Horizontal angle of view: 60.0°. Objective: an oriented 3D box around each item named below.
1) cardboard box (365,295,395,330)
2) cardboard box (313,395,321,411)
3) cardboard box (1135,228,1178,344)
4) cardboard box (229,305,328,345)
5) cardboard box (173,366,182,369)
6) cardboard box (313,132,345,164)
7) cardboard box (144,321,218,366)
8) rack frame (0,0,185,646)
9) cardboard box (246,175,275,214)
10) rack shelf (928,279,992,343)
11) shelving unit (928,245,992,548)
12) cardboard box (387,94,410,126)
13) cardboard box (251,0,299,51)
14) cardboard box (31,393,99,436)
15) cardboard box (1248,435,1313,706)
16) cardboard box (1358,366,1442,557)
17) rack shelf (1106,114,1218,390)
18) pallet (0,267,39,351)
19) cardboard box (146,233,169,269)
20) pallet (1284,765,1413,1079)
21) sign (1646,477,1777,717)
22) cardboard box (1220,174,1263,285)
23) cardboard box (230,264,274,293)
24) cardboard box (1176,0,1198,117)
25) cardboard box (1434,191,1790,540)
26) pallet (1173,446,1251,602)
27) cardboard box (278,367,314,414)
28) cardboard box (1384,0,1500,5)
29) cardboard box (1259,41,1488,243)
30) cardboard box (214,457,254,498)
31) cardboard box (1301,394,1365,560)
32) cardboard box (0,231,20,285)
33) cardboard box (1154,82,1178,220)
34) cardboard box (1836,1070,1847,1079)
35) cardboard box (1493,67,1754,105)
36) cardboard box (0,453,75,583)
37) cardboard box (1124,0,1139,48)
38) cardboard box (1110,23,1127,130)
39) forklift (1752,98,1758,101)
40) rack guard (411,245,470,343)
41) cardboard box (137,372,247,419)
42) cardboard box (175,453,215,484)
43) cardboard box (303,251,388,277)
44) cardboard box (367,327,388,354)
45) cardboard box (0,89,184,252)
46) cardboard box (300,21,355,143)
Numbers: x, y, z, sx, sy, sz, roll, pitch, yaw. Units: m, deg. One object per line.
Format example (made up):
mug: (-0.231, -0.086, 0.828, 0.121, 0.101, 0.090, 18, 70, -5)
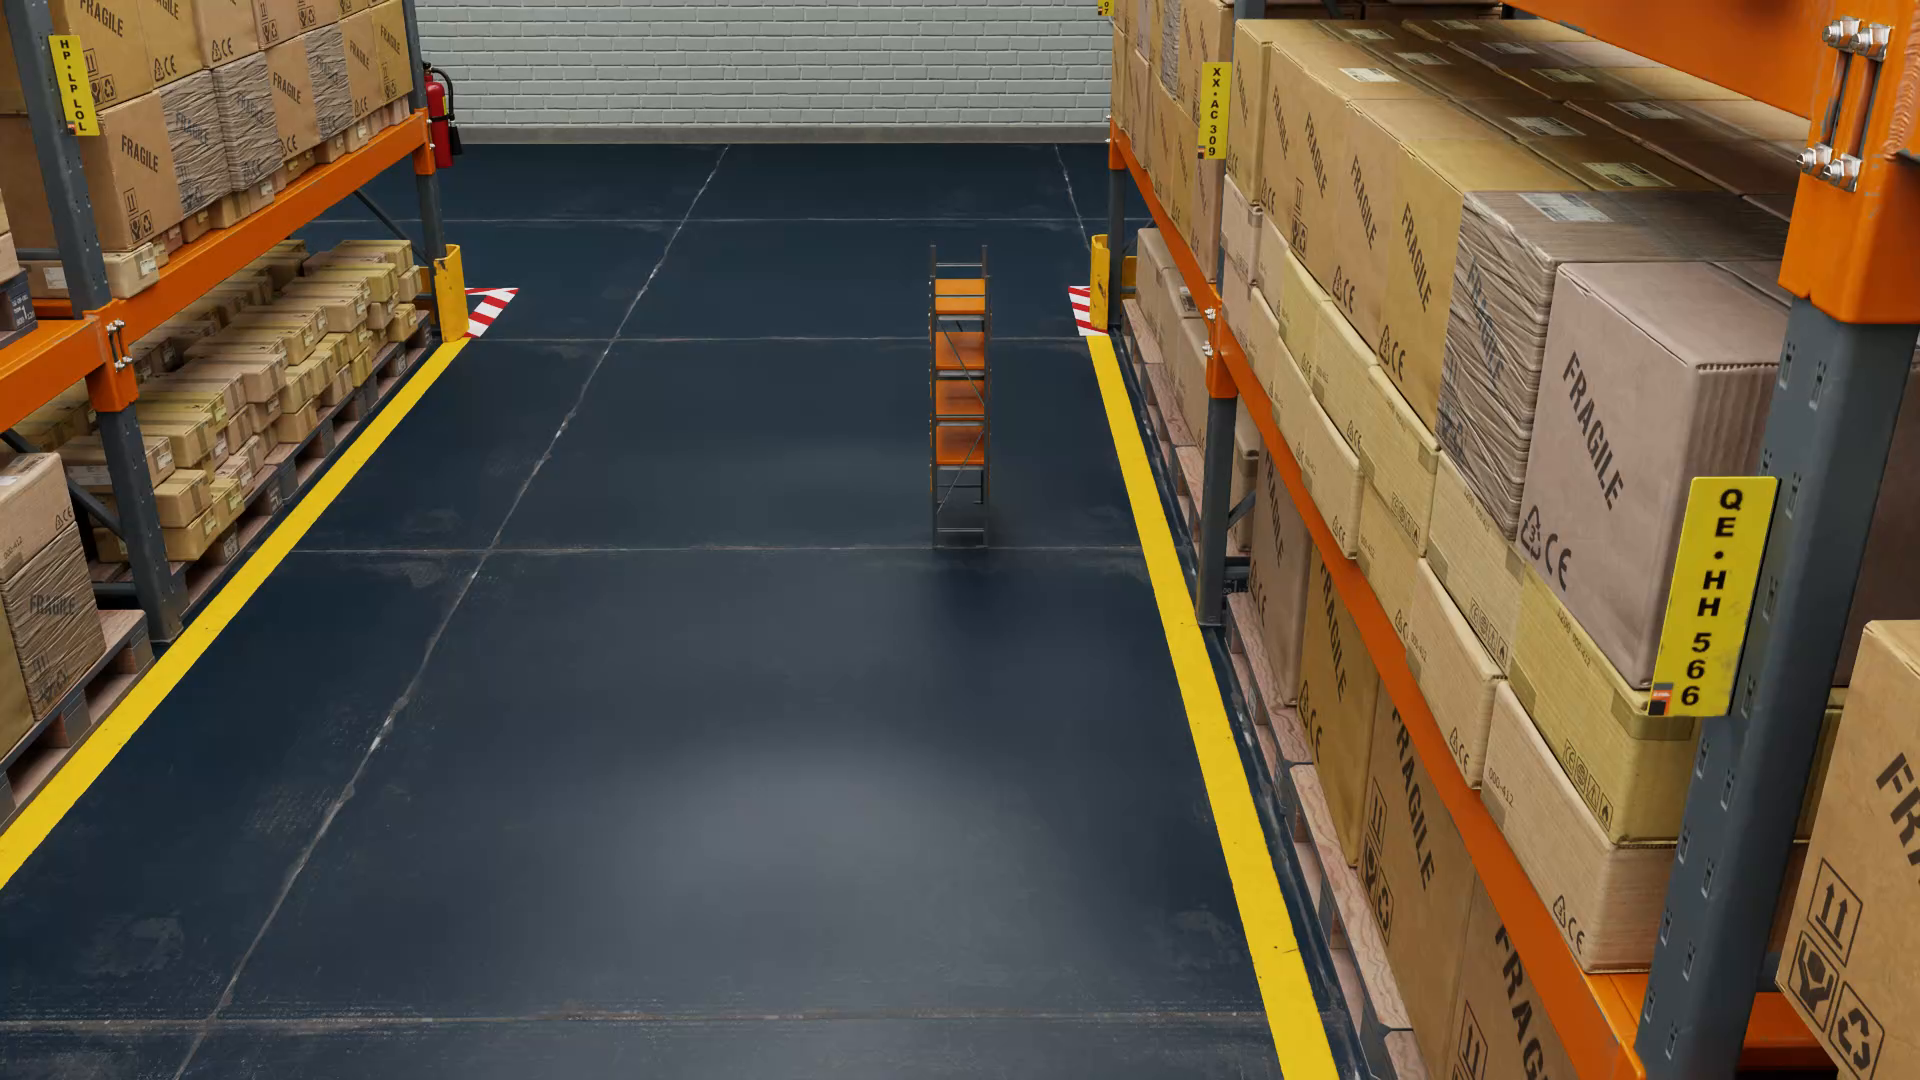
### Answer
cardboard box: (-3.262, -1.232, 8.924, 0.380, 0.149, 0.250, -1, 24, -3)
cardboard box: (-3.334, -0.673, 8.047, 0.380, 0.149, 0.250, 0, 24, 1)
cardboard box: (1.495, -1.451, 9.418, 0.875, 0.438, 0.875, -1, 24, -2)
cardboard box: (-3.336, -1.045, 8.148, 0.380, 0.149, 0.250, -1, 24, -2)
cardboard box: (-3.744, -0.794, 7.954, 0.380, 0.149, 0.250, 1, 24, 2)
cardboard box: (-3.292, -1.968, 8.265, 0.380, 0.149, 0.250, -1, 24, -3)
cardboard box: (-3.762, -0.935, 7.906, 0.380, 0.149, 0.250, 0, 24, 0)
rack frame: (-3.517, -0.986, 5.791, 1.000, 3.000, 0.127, 0, 24, -1)
cardboard box: (-3.256, -1.533, 7.304, 0.380, 0.149, 0.250, 1, 24, 2)
rack shelf: (-0.002, -0.973, 6.992, 0.258, 0.148, 0.480, 0, 24, -1)
shelving unit: (-0.002, -0.615, 7.154, 0.258, 1.200, 0.503, 0, 24, -1)
cardboard box: (-3.274, -2.387, 9.193, 0.380, 0.149, 0.250, 0, 24, 0)
cardboard box: (-3.278, -2.443, 7.316, 0.500, 0.500, 0.500, -1, 24, -2)
cardboard box: (-3.833, -0.503, 6.950, 0.380, 0.149, 0.250, 0, 24, -1)
cardboard box: (1.518, -0.019, 5.720, 0.875, 0.875, 0.875, 0, 24, 1)
cardboard box: (1.181, -0.182, 3.588, 0.500, 0.250, 0.500, -1, 24, -2)
rack shelf: (1.410, -1.547, 7.903, 1.077, 0.370, 4.000, 0, 24, -1)
pallet: (-3.654, -0.583, 5.133, 1.003, 0.211, 1.213, 0, 24, -1)
cardboard box: (-3.270, -1.096, 6.339, 0.380, 0.149, 0.250, 0, 24, 1)
pallet: (1.532, 1.042, 4.690, 1.003, 0.211, 1.213, 0, 24, -1)
sign: (0.920, 0.074, 2.041, 0.100, 0.325, 0.005, 0, 24, -1)
cardboard box: (1.154, -1.027, 5.457, 0.500, 0.250, 0.500, -1, 24, -2)
cardboard box: (-3.897, -1.363, 8.852, 0.380, 0.149, 0.250, 0, 24, -1)
cardboard box: (1.153, -1.954, 6.595, 0.500, 0.500, 0.500, -1, 24, -1)
cardboard box: (1.194, -0.327, 2.997, 0.500, 0.500, 0.500, 0, 24, 0)
pallet: (1.502, -0.094, 7.201, 1.003, 0.211, 1.213, 0, 24, -1)
cardboard box: (-3.251, -0.698, 7.743, 0.380, 0.149, 0.250, 0, 24, -1)
cardboard box: (1.688, -1.978, 5.862, 0.380, 0.149, 0.250, -1, 24, -1)
cardboard box: (1.182, -1.159, 4.839, 0.500, 0.500, 0.500, 0, 24, -1)
cardboard box: (-3.257, -0.242, 7.096, 0.380, 0.149, 0.250, 0, 24, -1)
cardboard box: (1.166, -0.169, 4.166, 0.500, 0.250, 0.500, -1, 24, -1)
cardboard box: (-3.315, -0.901, 5.397, 0.380, 0.149, 0.250, -1, 24, -2)
cardboard box: (1.140, -1.705, 7.258, 0.500, 0.500, 0.500, -1, 24, -1)
cardboard box: (1.293, 0.656, 1.955, 0.380, 0.149, 0.250, -2, 24, -4)
cardboard box: (1.687, -0.946, 4.368, 0.500, 0.500, 0.500, 0, 24, 1)
cardboard box: (-3.256, -0.075, 5.389, 0.500, 0.250, 0.500, -1, 24, -2)
cardboard box: (1.121, -2.788, 8.439, 0.500, 0.500, 0.500, -1, 24, -2)
cardboard box: (1.106, -2.545, 9.116, 0.500, 0.500, 0.500, 0, 24, -1)
forklift: (3.500, -1.447, 6.892, 1.130, 2.935, 3.031, -22, 32, -39)
rack guard: (-3.560, -1.464, 9.881, 1.175, 0.500, 0.348, 0, 24, -1)
cardboard box: (-3.335, -0.618, 7.204, 0.380, 0.149, 0.250, -1, 24, -2)
cardboard box: (-3.293, -0.269, 6.794, 0.380, 0.149, 0.250, 0, 24, 0)
cardboard box: (-3.356, -1.477, 9.105, 0.380, 0.149, 0.250, 0, 24, 0)
cardboard box: (-3.326, -1.096, 8.984, 0.380, 0.149, 0.250, 0, 24, -1)
cardboard box: (-3.270, -1.373, 6.163, 0.500, 0.500, 0.500, -1, 24, -2)
cardboard box: (-3.283, -2.211, 8.016, 0.500, 0.500, 0.500, 0, 24, 0)
